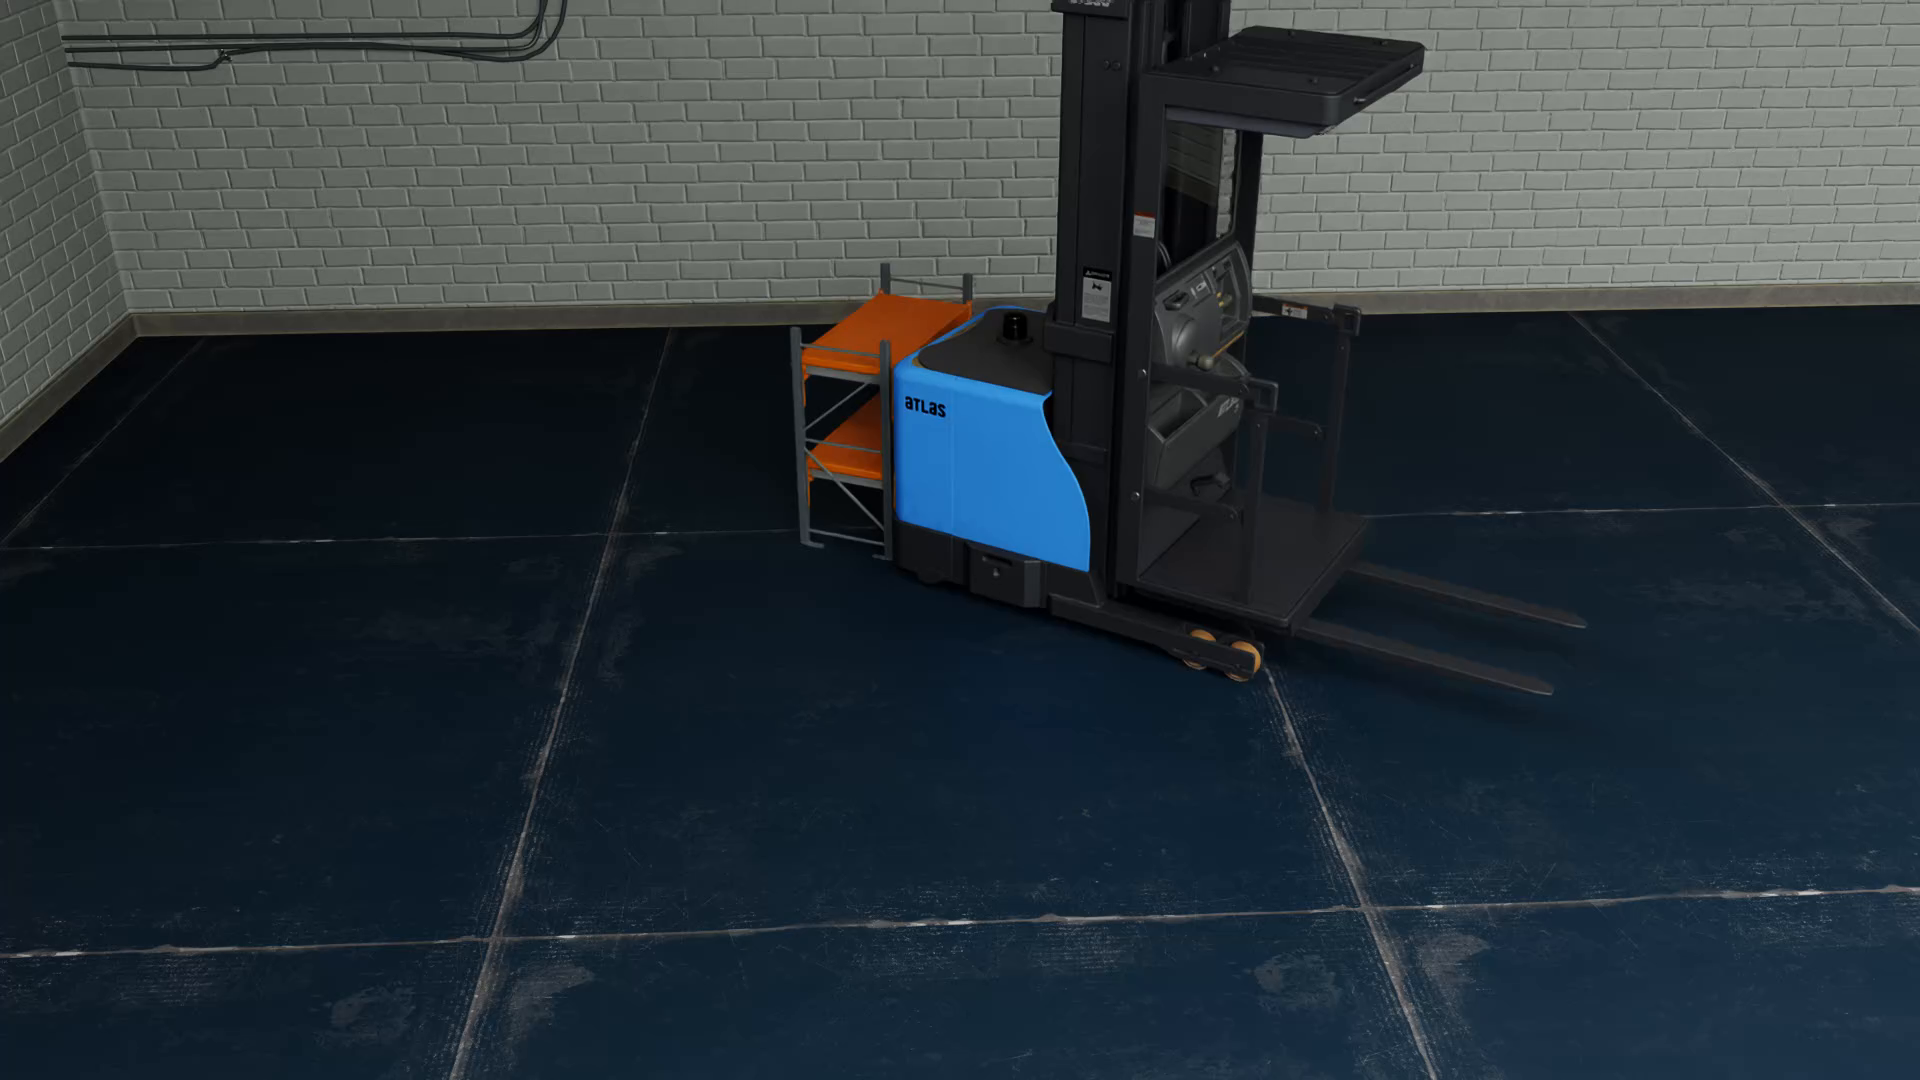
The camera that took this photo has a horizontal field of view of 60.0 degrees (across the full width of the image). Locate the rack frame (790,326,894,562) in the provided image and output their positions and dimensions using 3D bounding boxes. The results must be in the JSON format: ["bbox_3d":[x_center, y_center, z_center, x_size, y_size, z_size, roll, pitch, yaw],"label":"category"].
[{"bbox_3d":[-0.552,-0.444,7.885,0.500,1.125,0.032,11,29,19],"label":"rack frame"}]

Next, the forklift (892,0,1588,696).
[{"bbox_3d":[1.212,-0.978,6.955,3.031,2.935,1.130,15,31,27],"label":"forklift"}]

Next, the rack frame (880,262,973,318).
[{"bbox_3d":[-0.172,-0.880,8.721,0.500,1.125,0.032,11,29,19],"label":"rack frame"}]

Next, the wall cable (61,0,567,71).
[{"bbox_3d":[-3.888,-3.954,9.458,3.097,2.526,0.112,-1,28,-3],"label":"wall cable"}]

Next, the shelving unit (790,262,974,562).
[{"bbox_3d":[-0.362,-0.662,8.303,0.538,1.125,1.048,11,29,19],"label":"shelving unit"}]

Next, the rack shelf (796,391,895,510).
[{"bbox_3d":[-0.362,-0.445,8.416,0.538,0.278,1.000,11,29,19],"label":"rack shelf"}]

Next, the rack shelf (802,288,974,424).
[{"bbox_3d":[-0.362,-0.921,8.167,0.538,0.278,1.000,11,29,19],"label":"rack shelf"}]
